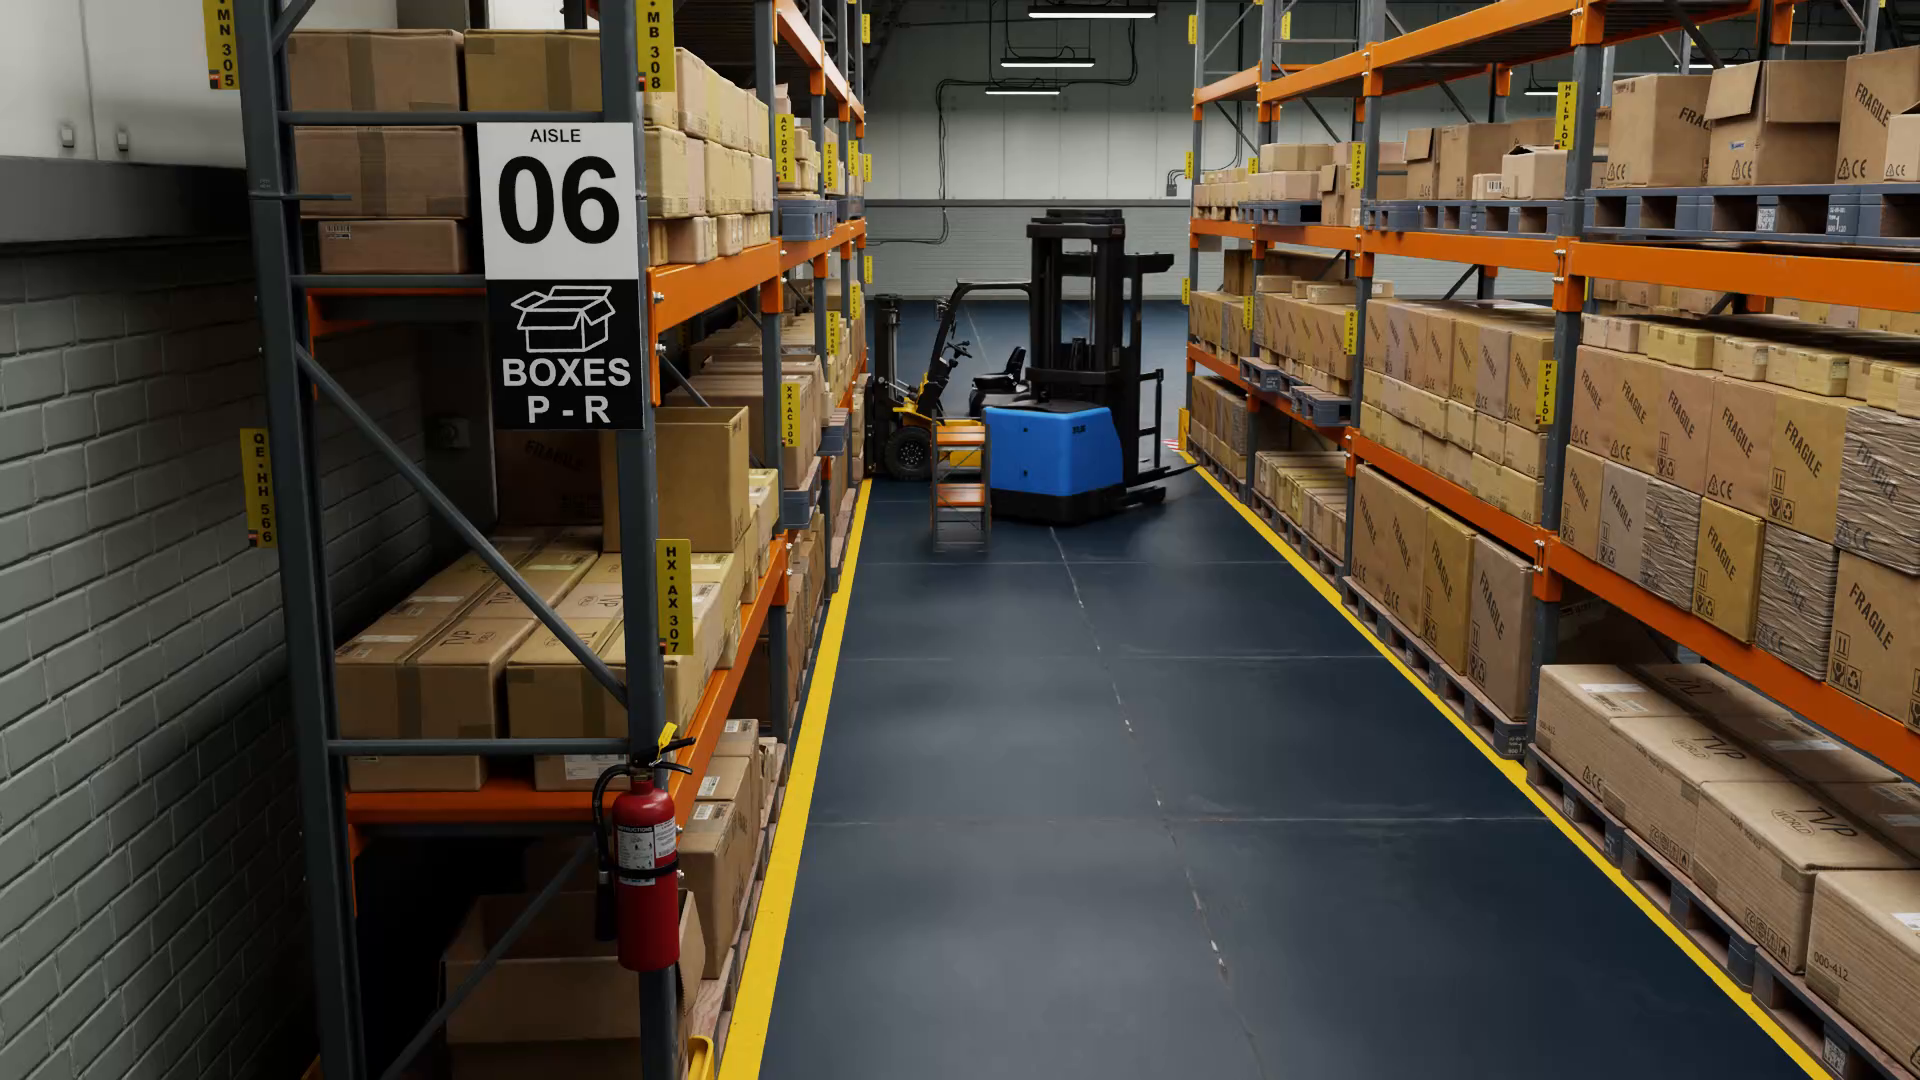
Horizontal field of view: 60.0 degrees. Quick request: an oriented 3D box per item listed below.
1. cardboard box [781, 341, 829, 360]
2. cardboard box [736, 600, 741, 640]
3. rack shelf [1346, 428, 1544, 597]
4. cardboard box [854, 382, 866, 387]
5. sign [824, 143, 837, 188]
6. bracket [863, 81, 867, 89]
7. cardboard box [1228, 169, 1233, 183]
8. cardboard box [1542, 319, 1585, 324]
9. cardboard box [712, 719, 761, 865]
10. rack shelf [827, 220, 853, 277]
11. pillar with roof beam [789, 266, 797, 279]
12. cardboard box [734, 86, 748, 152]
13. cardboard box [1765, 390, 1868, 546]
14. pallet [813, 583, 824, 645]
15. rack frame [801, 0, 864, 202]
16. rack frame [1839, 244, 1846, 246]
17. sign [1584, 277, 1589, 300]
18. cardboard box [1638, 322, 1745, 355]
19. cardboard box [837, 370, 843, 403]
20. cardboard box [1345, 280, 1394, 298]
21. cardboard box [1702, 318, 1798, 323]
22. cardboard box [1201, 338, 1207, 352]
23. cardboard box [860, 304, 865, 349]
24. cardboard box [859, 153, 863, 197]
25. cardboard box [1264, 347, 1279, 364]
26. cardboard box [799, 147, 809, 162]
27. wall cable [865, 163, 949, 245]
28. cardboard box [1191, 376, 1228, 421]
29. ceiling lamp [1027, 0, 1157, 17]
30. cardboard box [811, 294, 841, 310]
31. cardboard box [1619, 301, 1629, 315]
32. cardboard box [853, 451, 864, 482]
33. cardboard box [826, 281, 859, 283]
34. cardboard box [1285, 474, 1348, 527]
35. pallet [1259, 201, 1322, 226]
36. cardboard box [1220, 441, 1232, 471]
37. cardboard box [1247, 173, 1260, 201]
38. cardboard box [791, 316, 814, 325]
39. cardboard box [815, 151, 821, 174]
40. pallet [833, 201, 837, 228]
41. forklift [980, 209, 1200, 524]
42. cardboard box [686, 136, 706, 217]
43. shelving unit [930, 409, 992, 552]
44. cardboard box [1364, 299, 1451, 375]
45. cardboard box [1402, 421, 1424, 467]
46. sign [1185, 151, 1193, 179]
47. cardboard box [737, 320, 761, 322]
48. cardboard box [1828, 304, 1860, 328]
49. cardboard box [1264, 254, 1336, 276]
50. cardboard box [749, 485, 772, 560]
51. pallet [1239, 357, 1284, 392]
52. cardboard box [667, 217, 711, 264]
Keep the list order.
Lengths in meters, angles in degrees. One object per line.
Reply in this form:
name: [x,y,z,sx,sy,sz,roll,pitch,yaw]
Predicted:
cardboard box: [-1.205,-1.437,12.716,0.380,0.149,0.250,0,11,1]
cardboard box: [-1.062,0.333,6.507,0.380,0.149,0.250,0,11,0]
rack shelf: [3.511,-0.277,10.688,1.077,0.370,4.000,0,11,-1]
cardboard box: [-1.300,-1.652,19.004,0.500,0.250,0.500,0,11,0]
sign: [-0.950,-2.731,12.132,0.100,0.325,0.005,0,11,-1]
bracket: [-2.801,-13.041,47.651,0.235,0.232,0.430,0,11,-1]
cardboard box: [3.068,-3.879,17.719,0.380,0.149,0.250,0,11,0]
cardboard box: [3.785,-1.060,9.974,0.500,0.500,0.500,-1,11,-3]
cardboard box: [-1.245,1.105,7.297,0.700,0.500,0.500,-1,11,-3]
rack shelf: [-1.534,-2.521,14.205,1.077,0.370,4.000,0,11,-1]
pillar with roof beam: [1.636,-6.604,24.980,9.100,9.000,0.400,0,11,-1]
cardboard box: [-1.137,-1.697,6.707,0.500,0.250,0.500,0,11,0]
cardboard box: [3.340,-0.273,6.092,0.500,0.500,0.500,0,11,-1]
pallet: [-1.515,0.509,12.017,1.003,0.211,1.213,0,11,-1]
rack frame: [-1.658,-5.536,19.714,1.000,3.000,0.127,0,11,-1]
rack frame: [8.334,-1.862,16.695,1.000,3.000,0.127,0,11,-1]
sign: [7.697,-3.120,20.515,0.100,0.325,0.005,0,11,-1]
cardboard box: [3.369,-0.923,7.668,0.380,0.149,0.250,0,11,-2]
cardboard box: [-1.289,-1.327,14.433,0.500,0.250,0.500,0,11,1]
cardboard box: [3.679,-2.258,14.959,0.380,0.149,0.250,-1,11,-4]
cardboard box: [3.774,-0.976,7.927,0.380,0.149,0.250,0,11,0]
cardboard box: [3.008,-2.272,19.345,0.380,0.149,0.250,0,11,0]
cardboard box: [-1.385,-2.548,19.824,0.500,0.500,0.500,0,11,-2]
cardboard box: [-1.405,-4.283,19.522,0.500,0.500,0.500,0,11,1]
cardboard box: [3.079,-1.744,15.686,0.380,0.149,0.250,0,11,0]
cardboard box: [-1.017,-2.123,9.009,0.380,0.149,0.250,0,11,-2]
wall cable: [-1.903,-10.427,51.631,3.097,2.526,0.112,0,11,-1]
cardboard box: [3.046,-1.677,19.753,0.500,0.500,0.500,-1,11,-3]
ceiling lamp: [2.049,-9.760,25.855,2.000,3.185,0.800,0,11,-1]
cardboard box: [-1.285,-2.378,16.606,0.380,0.149,0.250,0,11,0]
cardboard box: [8.338,-2.548,19.698,0.875,0.550,0.550,0,11,-1]
cardboard box: [-1.254,-0.757,17.104,0.500,0.250,0.500,0,11,-1]
cardboard box: [-1.371,-2.938,19.363,0.380,0.149,0.250,0,11,0]
cardboard box: [3.435,-0.355,14.816,0.950,0.372,0.625,0,11,1]
pallet: [3.318,-2.871,14.593,1.213,0.211,1.003,0,11,-1]
cardboard box: [3.085,-0.903,17.823,0.500,0.250,0.500,-1,11,-3]
cardboard box: [2.999,-3.307,15.590,0.500,0.250,0.500,-1,11,-3]
cardboard box: [-1.370,-2.001,15.494,0.380,0.149,0.250,0,11,-1]
cardboard box: [-1.190,-2.676,11.789,0.380,0.149,0.250,0,11,1]
pallet: [-1.596,-2.518,12.856,1.213,0.211,1.003,0,11,1]
forklift: [1.443,-1.834,16.726,1.130,2.935,3.031,8,14,35]
cardboard box: [-1.094,-1.148,5.259,0.500,0.250,0.500,0,11,0]
shelving unit: [0.000,-0.550,14.941,0.538,1.125,1.048,0,11,-1]
cardboard box: [3.236,-1.467,11.979,0.500,0.500,0.500,-1,11,-3]
cardboard box: [3.262,-0.649,11.090,0.500,0.250,0.500,0,11,1]
sign: [2.762,-4.513,20.019,0.100,0.325,0.005,0,11,-1]
cardboard box: [-1.819,-1.894,14.965,0.380,0.149,0.250,0,11,-1]
cardboard box: [8.373,-2.100,15.100,0.700,0.500,0.500,0,11,-1]
cardboard box: [3.623,-2.797,17.786,0.700,0.500,0.500,0,11,-2]
cardboard box: [-1.130,-0.083,7.554,0.500,0.250,0.500,0,11,-1]
pallet: [3.258,-1.575,15.763,1.003,0.211,1.213,0,11,-1]
cardboard box: [-1.023,-0.980,5.432,0.380,0.149,0.250,0,11,0]
